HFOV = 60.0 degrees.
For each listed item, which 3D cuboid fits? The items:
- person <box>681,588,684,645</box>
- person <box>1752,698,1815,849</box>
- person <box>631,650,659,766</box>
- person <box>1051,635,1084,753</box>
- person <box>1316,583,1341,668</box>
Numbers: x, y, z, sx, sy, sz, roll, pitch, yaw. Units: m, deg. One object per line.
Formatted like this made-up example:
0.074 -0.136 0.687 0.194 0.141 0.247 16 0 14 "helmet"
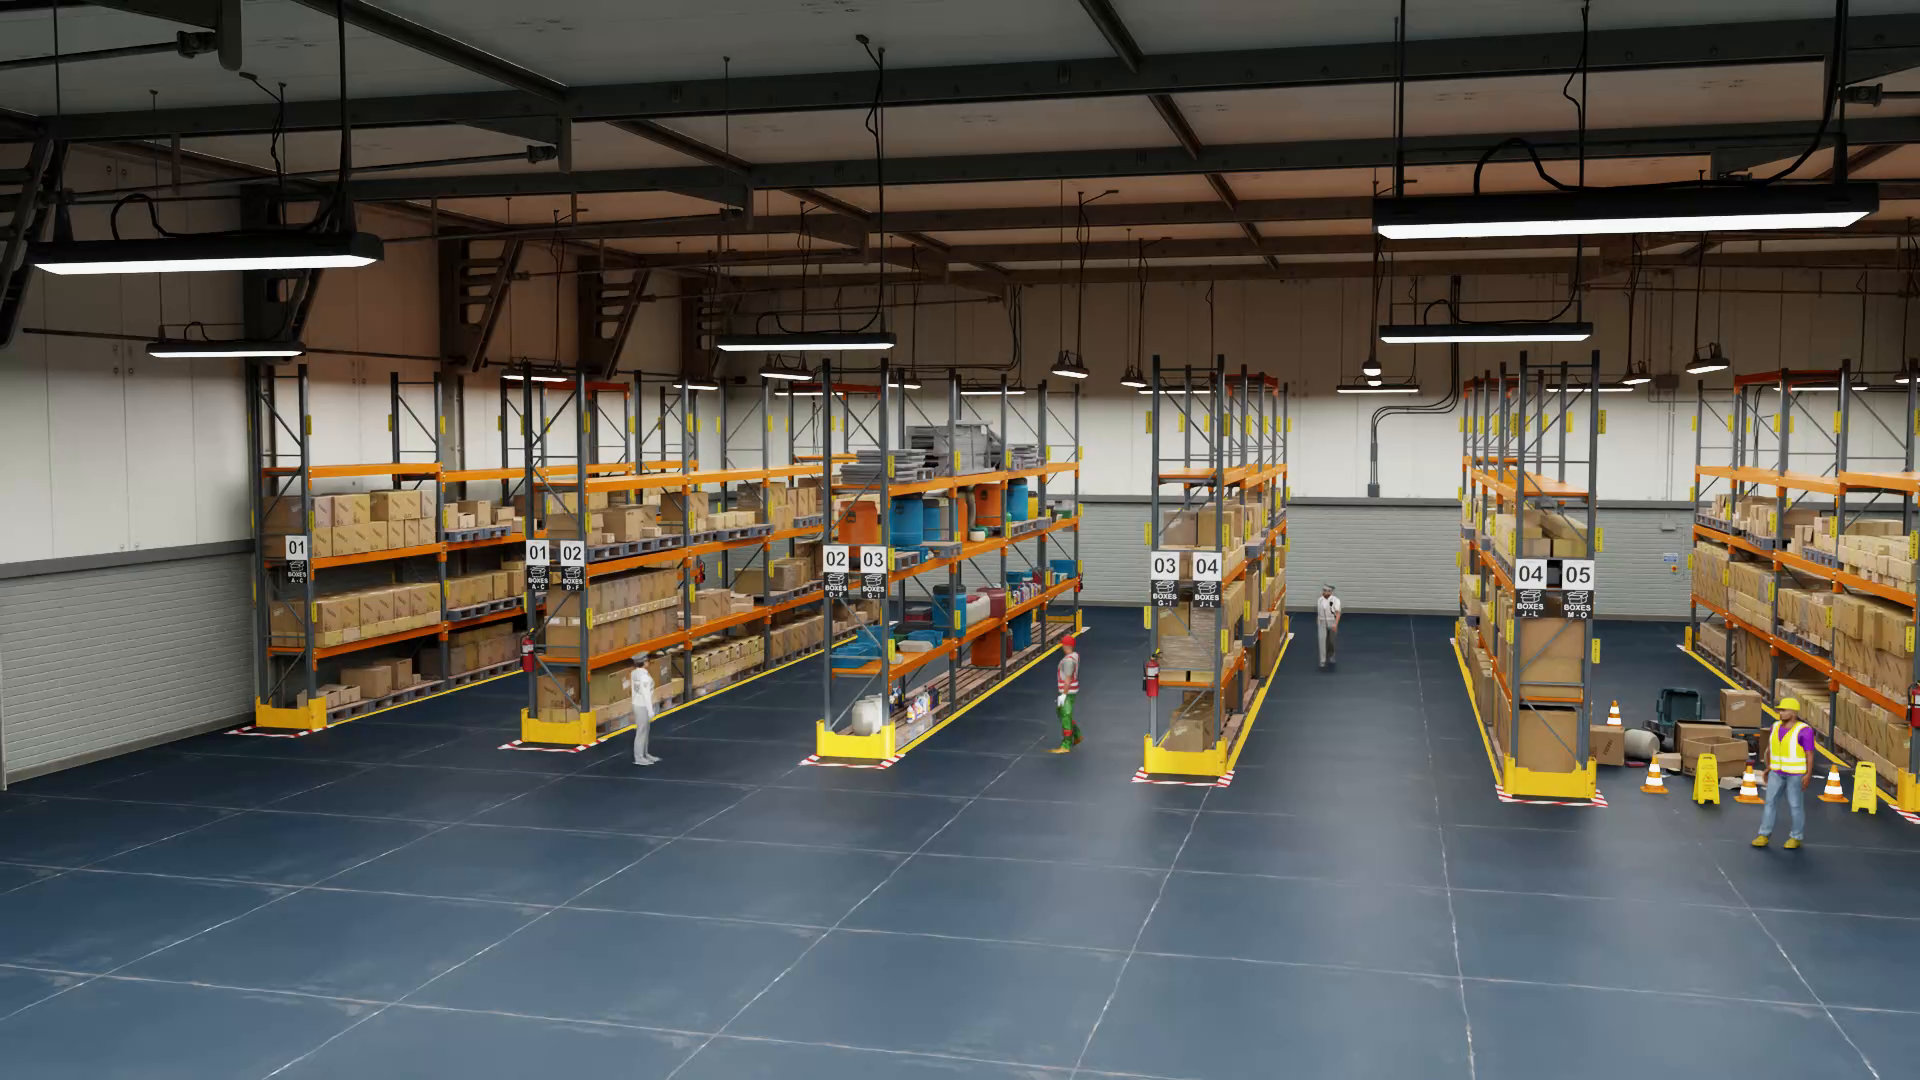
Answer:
-5.731 1.782 34.987 0.486 1.621 0.929 1 4 21 "person"
9.741 2.761 19.690 0.563 1.780 0.584 -2 4 -28 "person"
-4.651 2.474 24.577 0.417 1.693 0.536 -1 4 -14 "person"
1.651 2.343 25.476 0.510 1.789 0.626 0 4 3 "person"
7.640 1.760 34.468 0.490 1.722 1.034 1 4 12 "person"
